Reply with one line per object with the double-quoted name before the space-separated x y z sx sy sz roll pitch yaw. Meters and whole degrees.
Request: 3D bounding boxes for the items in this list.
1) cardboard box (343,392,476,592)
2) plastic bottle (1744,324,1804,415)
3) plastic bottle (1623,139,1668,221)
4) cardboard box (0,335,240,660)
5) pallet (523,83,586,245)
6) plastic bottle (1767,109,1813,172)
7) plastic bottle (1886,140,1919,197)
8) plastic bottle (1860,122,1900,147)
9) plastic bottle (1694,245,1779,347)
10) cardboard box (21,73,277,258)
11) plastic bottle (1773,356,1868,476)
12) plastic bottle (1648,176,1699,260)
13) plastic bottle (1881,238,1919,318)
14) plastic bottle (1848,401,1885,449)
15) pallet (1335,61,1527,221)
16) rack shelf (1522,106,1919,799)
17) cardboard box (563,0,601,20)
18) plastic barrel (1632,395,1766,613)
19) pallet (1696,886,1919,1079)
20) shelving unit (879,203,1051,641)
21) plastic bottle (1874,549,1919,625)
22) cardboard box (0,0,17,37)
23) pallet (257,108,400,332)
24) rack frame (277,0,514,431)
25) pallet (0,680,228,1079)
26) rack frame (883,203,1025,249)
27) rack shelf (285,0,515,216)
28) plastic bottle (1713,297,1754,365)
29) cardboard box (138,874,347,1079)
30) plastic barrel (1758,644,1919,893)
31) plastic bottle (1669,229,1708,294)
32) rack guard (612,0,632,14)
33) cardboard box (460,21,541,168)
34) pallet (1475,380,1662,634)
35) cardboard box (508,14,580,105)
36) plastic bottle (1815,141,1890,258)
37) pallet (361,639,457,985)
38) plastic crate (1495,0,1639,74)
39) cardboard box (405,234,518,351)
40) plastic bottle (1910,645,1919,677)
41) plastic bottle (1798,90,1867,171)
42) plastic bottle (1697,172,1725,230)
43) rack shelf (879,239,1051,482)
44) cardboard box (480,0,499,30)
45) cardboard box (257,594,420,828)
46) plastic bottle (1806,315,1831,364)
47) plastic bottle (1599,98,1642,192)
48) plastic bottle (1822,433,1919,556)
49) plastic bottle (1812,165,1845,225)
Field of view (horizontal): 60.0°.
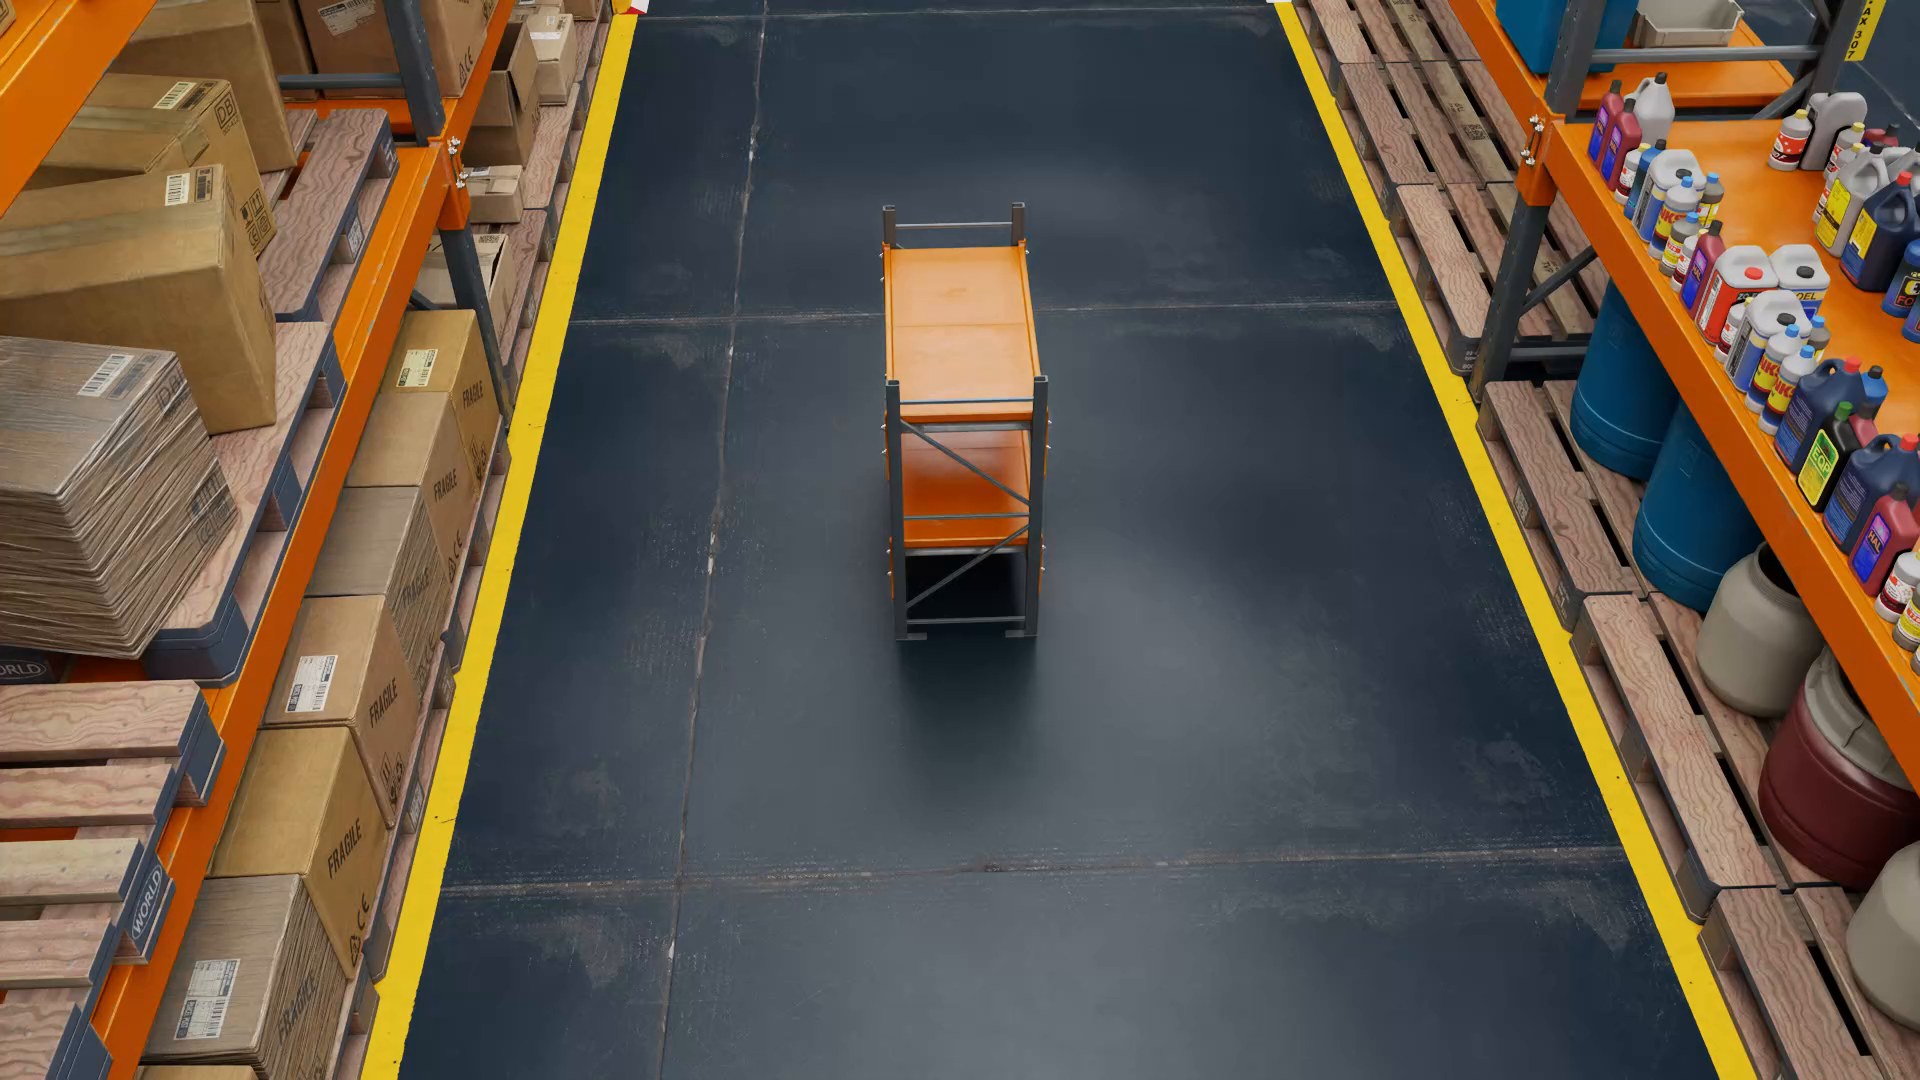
"cardboard box" -2.008 -0.157 5.726 0.500 0.500 0.500 -2 43 -2
"plastic bottle" 2.287 -0.483 4.653 0.097 0.271 0.097 0 43 0
"plastic bottle" 2.244 -1.175 5.407 0.097 0.271 0.097 0 43 0
"cardboard box" -2.145 -0.112 3.767 0.700 0.500 0.500 6 43 6
"pallet" -2.411 -1.837 8.098 1.003 0.211 1.213 -2 43 -2
"plastic bottle" 2.837 -1.369 5.671 0.097 0.201 0.097 0 43 0
"plastic bottle" 2.987 -1.086 5.251 0.144 0.351 0.185 -2 43 -2
"plastic bottle" 3.017 -1.260 5.491 0.061 0.283 0.133 -2 43 -2
"plastic bottle" 2.300 -0.721 4.908 0.152 0.276 0.135 -2 43 -2
"cardboard box" -2.438 -0.978 4.713 0.700 0.500 0.500 5 43 5
"plastic bottle" 2.321 -0.352 4.451 0.144 0.351 0.185 -2 43 -2
"plastic bottle" 2.254 -1.018 5.236 0.097 0.271 0.097 0 43 0
"plastic bottle" 2.874 -0.808 5.006 0.097 0.271 0.097 0 43 0
"plastic bottle" 2.347 -0.221 4.357 0.061 0.283 0.133 -2 43 -2
"pallet" 2.497 -2.008 8.284 1.003 0.211 1.213 -2 43 -2
"rack shelf" 2.706 -0.100 4.671 1.077 0.370 4.000 -2 43 -2
"cardboard box" -2.228 -3.157 8.998 0.500 0.500 0.500 -2 43 -2
"plastic barrel" 2.658 -0.251 5.546 0.600 0.901 0.708 -2 43 -2
"pallet" 2.716 1.482 4.477 1.003 0.211 1.213 -2 43 -2
"shelving unit" 0.000 -0.419 5.875 0.538 1.125 1.048 -2 43 -2
"plastic bottle" 2.323 0.103 4.064 0.097 0.201 0.097 0 43 0
"cardboard box" -2.254 -1.007 2.834 0.910 0.500 0.500 -2 43 -2
"pallet" -2.403 -0.962 5.222 1.003 0.211 1.213 -2 43 -2
"rack frame" -2.328 -1.575 5.749 1.000 3.000 0.127 -2 43 -2
"pallet" -2.257 0.740 3.365 1.213 0.211 1.003 -2 43 -2
"rack frame" -0.022 -0.762 6.249 0.500 1.125 0.032 -2 43 -2
"rack shelf" -2.412 -2.660 7.465 1.077 0.370 4.000 -2 43 -2
"plastic bottle" 2.277 -0.614 4.847 0.097 0.201 0.097 0 43 0
"cardboard box" -1.919 1.215 4.228 0.500 0.500 0.500 -3 43 -3
"plastic barrel" 2.706 0.627 4.820 0.600 0.588 0.708 -2 43 -2
"plastic bottle" 2.262 -0.861 5.116 0.097 0.201 0.097 0 43 0
"rack guard" -2.494 -3.303 9.484 1.175 0.500 0.348 -2 43 -2
"cardboard box" -2.412 -2.086 7.827 0.797 0.503 0.637 -2 43 -2
"pallet" 2.613 -0.165 6.274 1.003 0.211 1.213 -2 43 -2
"cardboard box" -2.218 -2.422 8.382 0.500 0.250 0.500 -2 43 -2
"plastic bottle" 2.843 -1.082 5.247 0.144 0.351 0.185 -2 43 -2
"pallet" -2.200 0.826 5.192 1.003 0.211 1.213 -2 43 -2
"plastic crate" 2.261 -2.037 6.219 0.392 0.384 0.575 -2 43 -2
"cardboard box" -2.129 -1.036 6.825 0.500 0.311 0.500 -2 43 -2
"plastic bottle" 2.331 0.235 3.921 0.097 0.201 0.097 0 43 0
"plastic bottle" 2.961 -1.413 5.663 0.152 0.276 0.135 -2 43 -2
"plastic bottle" 2.400 -1.088 5.364 0.097 0.201 0.097 0 43 0
"rack shelf" 0.000 -0.635 5.677 0.538 0.278 1.000 -2 43 -2
"cardboard box" -2.102 -2.310 6.476 0.500 0.500 0.500 -1 43 -1
"cardboard box" -1.963 0.525 4.982 0.500 0.500 0.500 -3 43 -3
"plastic bottle" 2.434 -0.553 4.780 0.097 0.201 0.097 0 43 0
"plastic bottle" 2.217 -1.322 5.559 0.061 0.283 0.133 -2 43 -2
"plastic bottle" 2.334 -0.138 4.217 0.144 0.351 0.185 -2 43 -2
"plastic bottle" 2.853 -1.122 5.401 0.097 0.201 0.097 0 43 0
